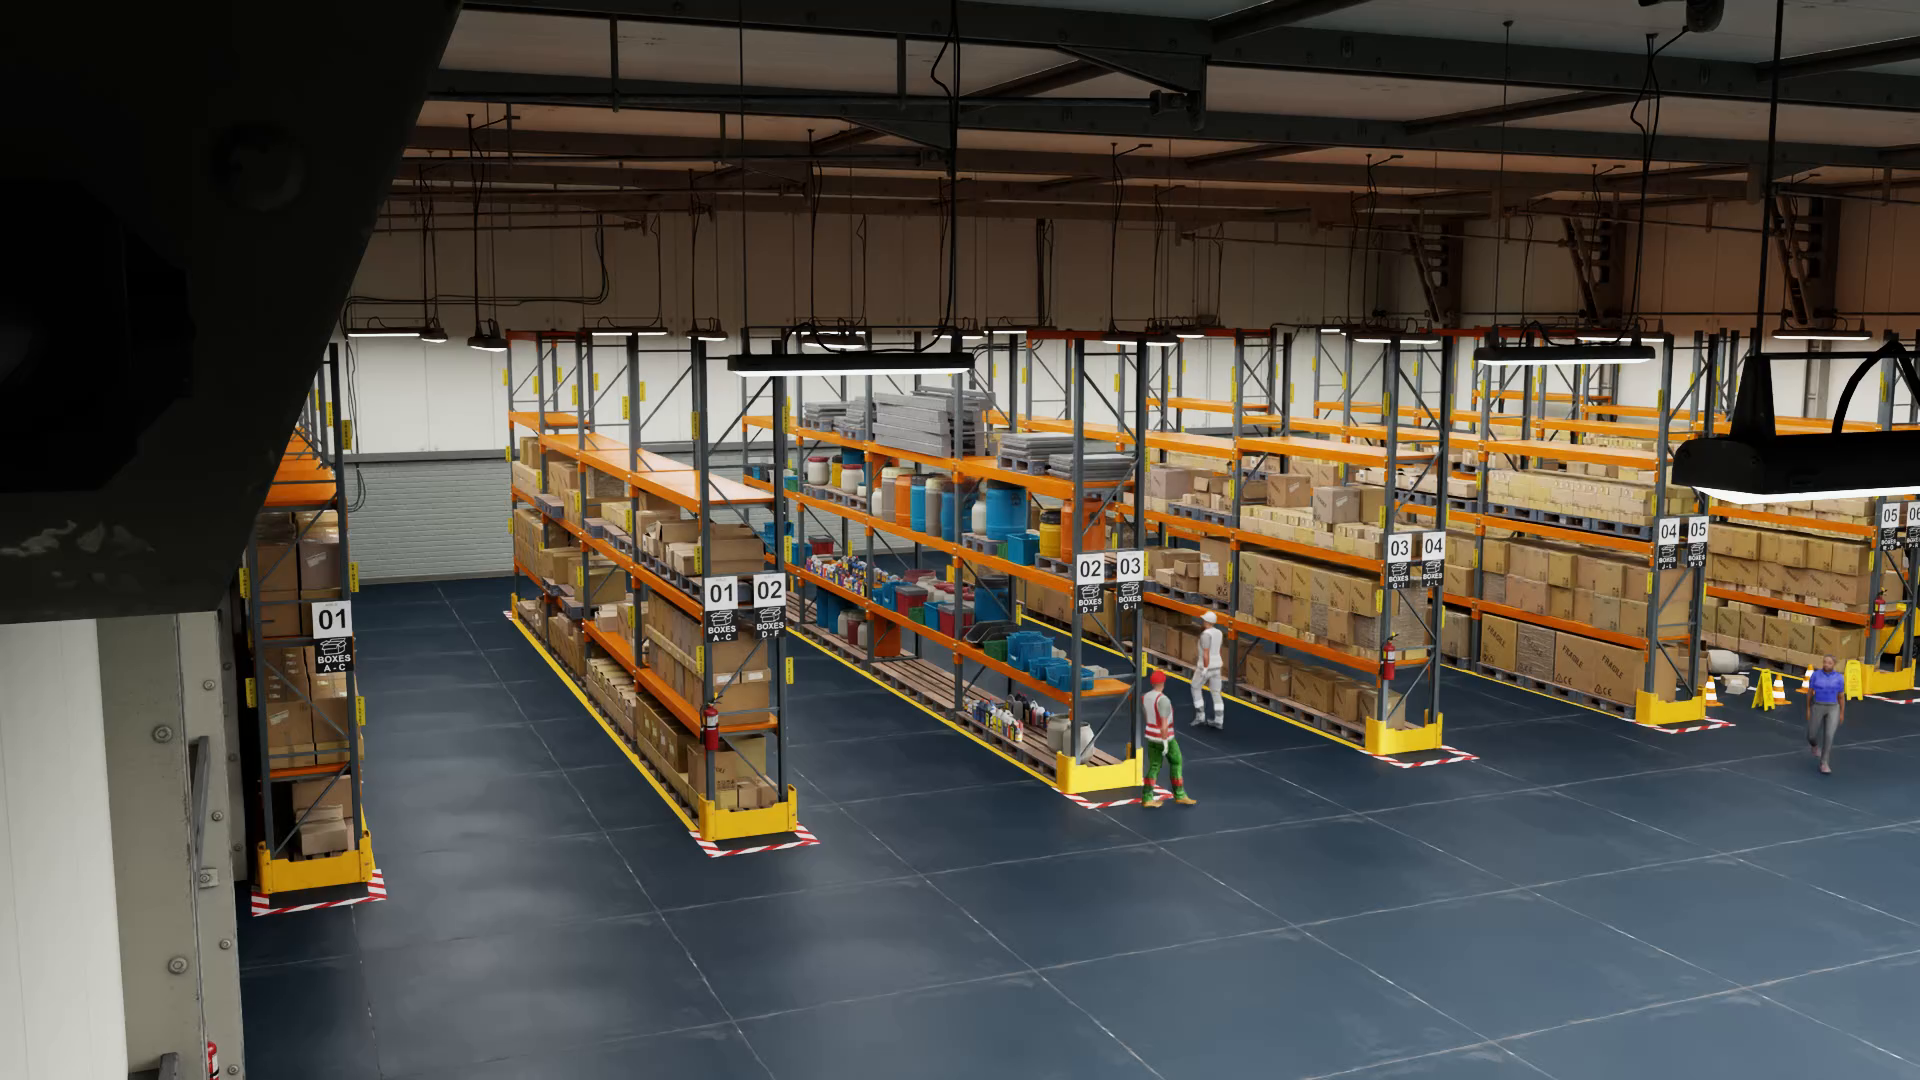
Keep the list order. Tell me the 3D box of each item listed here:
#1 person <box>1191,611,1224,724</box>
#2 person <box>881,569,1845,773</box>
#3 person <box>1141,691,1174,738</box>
[{"bbox_3d":[3.840,1.945,25.493,0.445,1.704,0.542,-5,9,-33],"label":"person"},{"bbox_3d":[5.311,1.881,27.005,15.975,1.563,1.290,4,9,27],"label":"person"},{"bbox_3d":[2.554,2.214,21.279,0.323,0.556,0.410,-5,9,-33],"label":"person"}]
